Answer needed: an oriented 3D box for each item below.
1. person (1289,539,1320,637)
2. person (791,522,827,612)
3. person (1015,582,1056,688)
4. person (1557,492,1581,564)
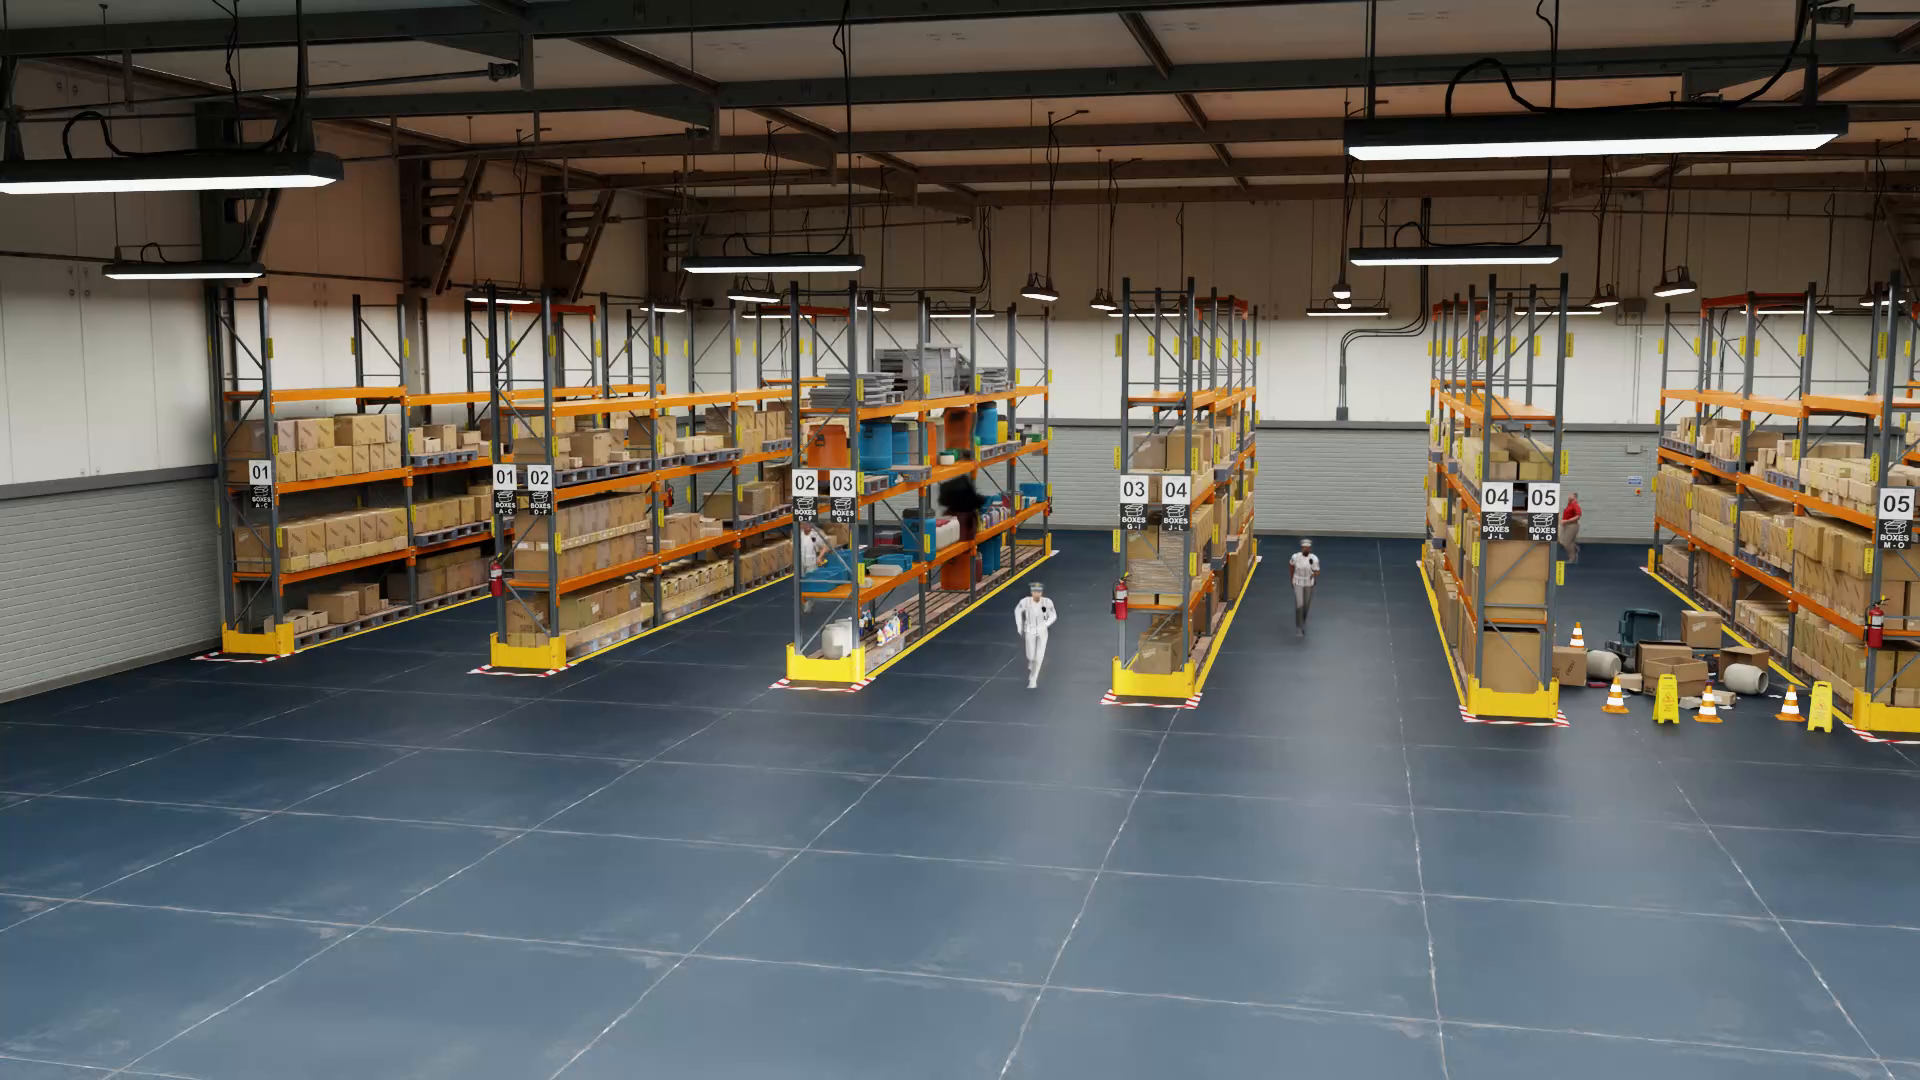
[{"bbox_3d":[6.053,0.834,29.232,0.497,1.746,0.853,0,7,1],"label":"person"},{"bbox_3d":[-2.795,0.448,30.614,0.674,1.761,0.755,1,7,8],"label":"person"},{"bbox_3d":[1.120,1.395,24.662,0.607,1.619,0.688,0,7,-2],"label":"person"},{"bbox_3d":[14.234,-0.288,38.809,0.595,1.677,0.660,0,7,2],"label":"person"}]
